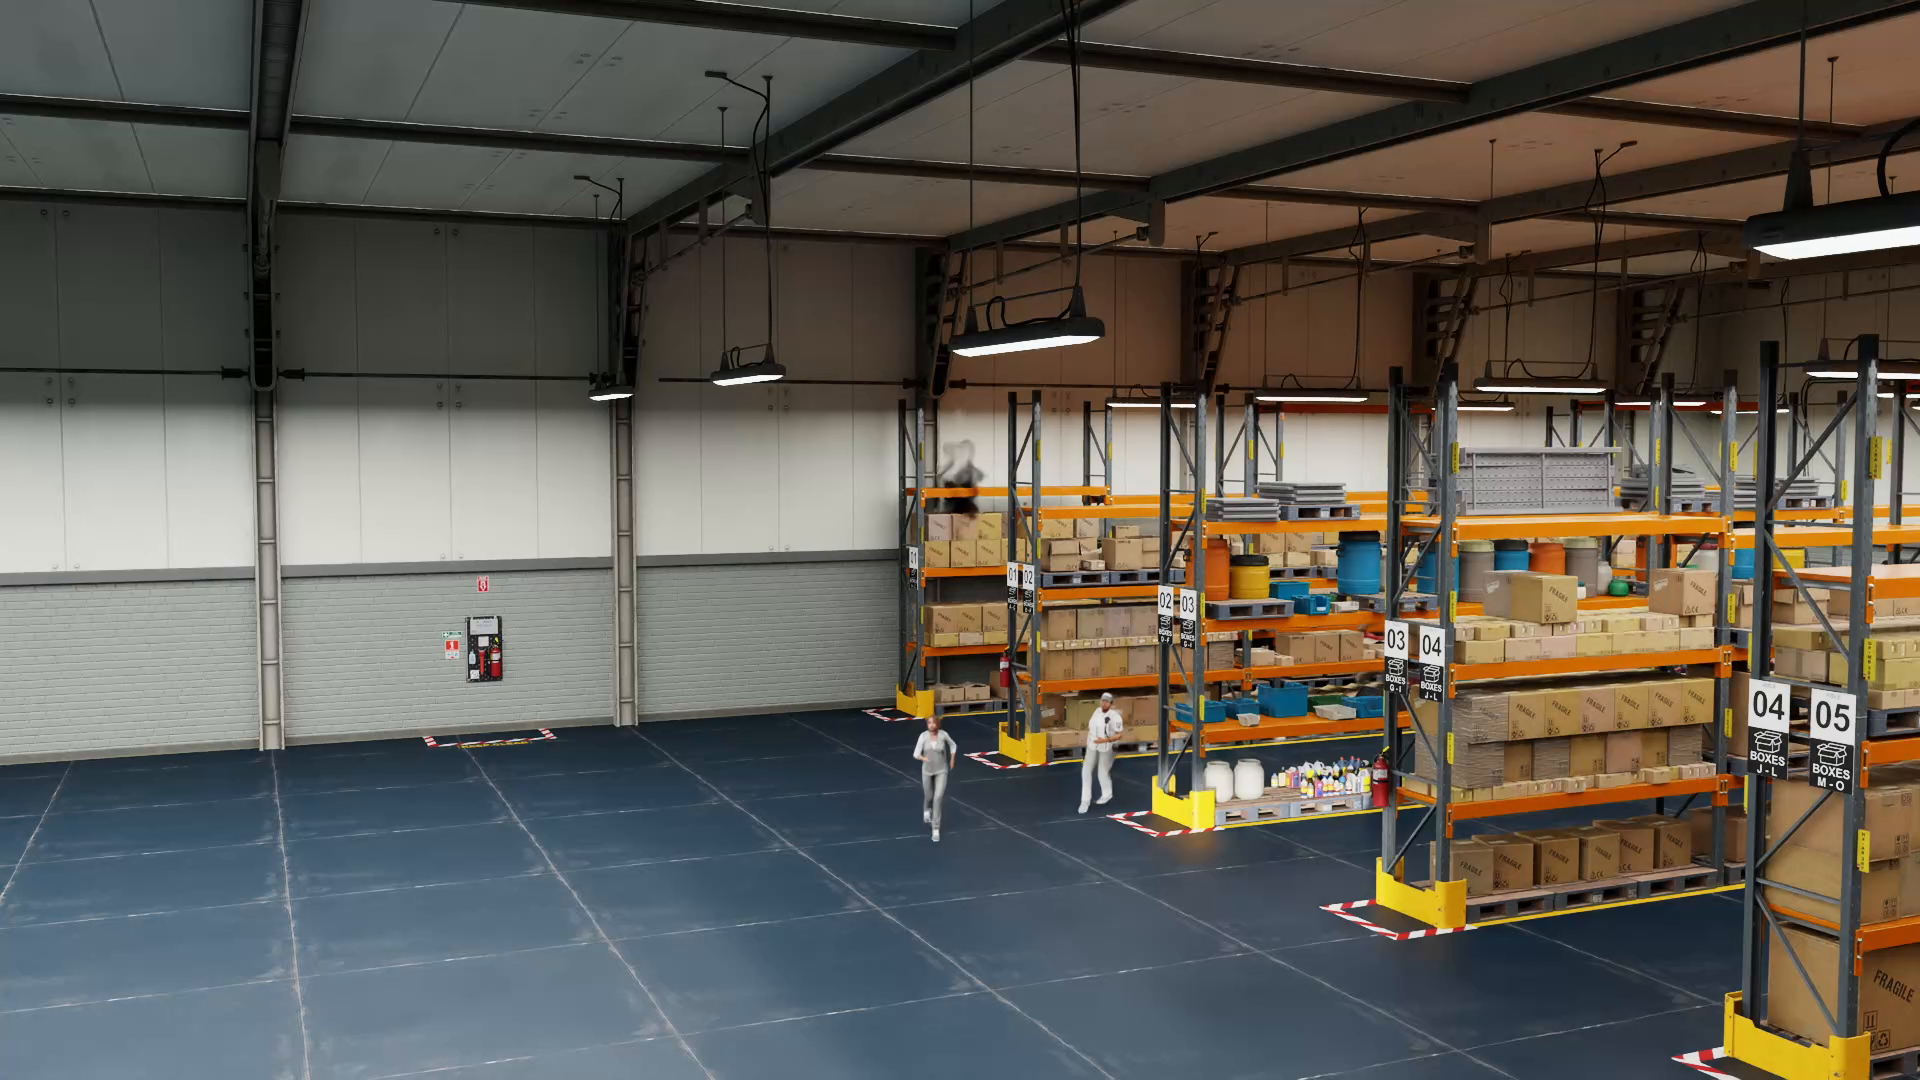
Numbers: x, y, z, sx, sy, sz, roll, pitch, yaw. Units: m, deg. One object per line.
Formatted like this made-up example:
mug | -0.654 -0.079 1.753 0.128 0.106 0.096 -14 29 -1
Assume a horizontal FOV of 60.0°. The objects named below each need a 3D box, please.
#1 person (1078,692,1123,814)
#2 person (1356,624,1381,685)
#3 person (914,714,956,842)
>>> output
person | 2.013 2.968 23.373 0.592 1.663 0.843 2 4 30
person | 7.883 2.429 32.491 0.657 1.690 0.690 -1 4 -22
person | -0.329 3.081 21.918 0.551 1.606 0.886 0 3 3
